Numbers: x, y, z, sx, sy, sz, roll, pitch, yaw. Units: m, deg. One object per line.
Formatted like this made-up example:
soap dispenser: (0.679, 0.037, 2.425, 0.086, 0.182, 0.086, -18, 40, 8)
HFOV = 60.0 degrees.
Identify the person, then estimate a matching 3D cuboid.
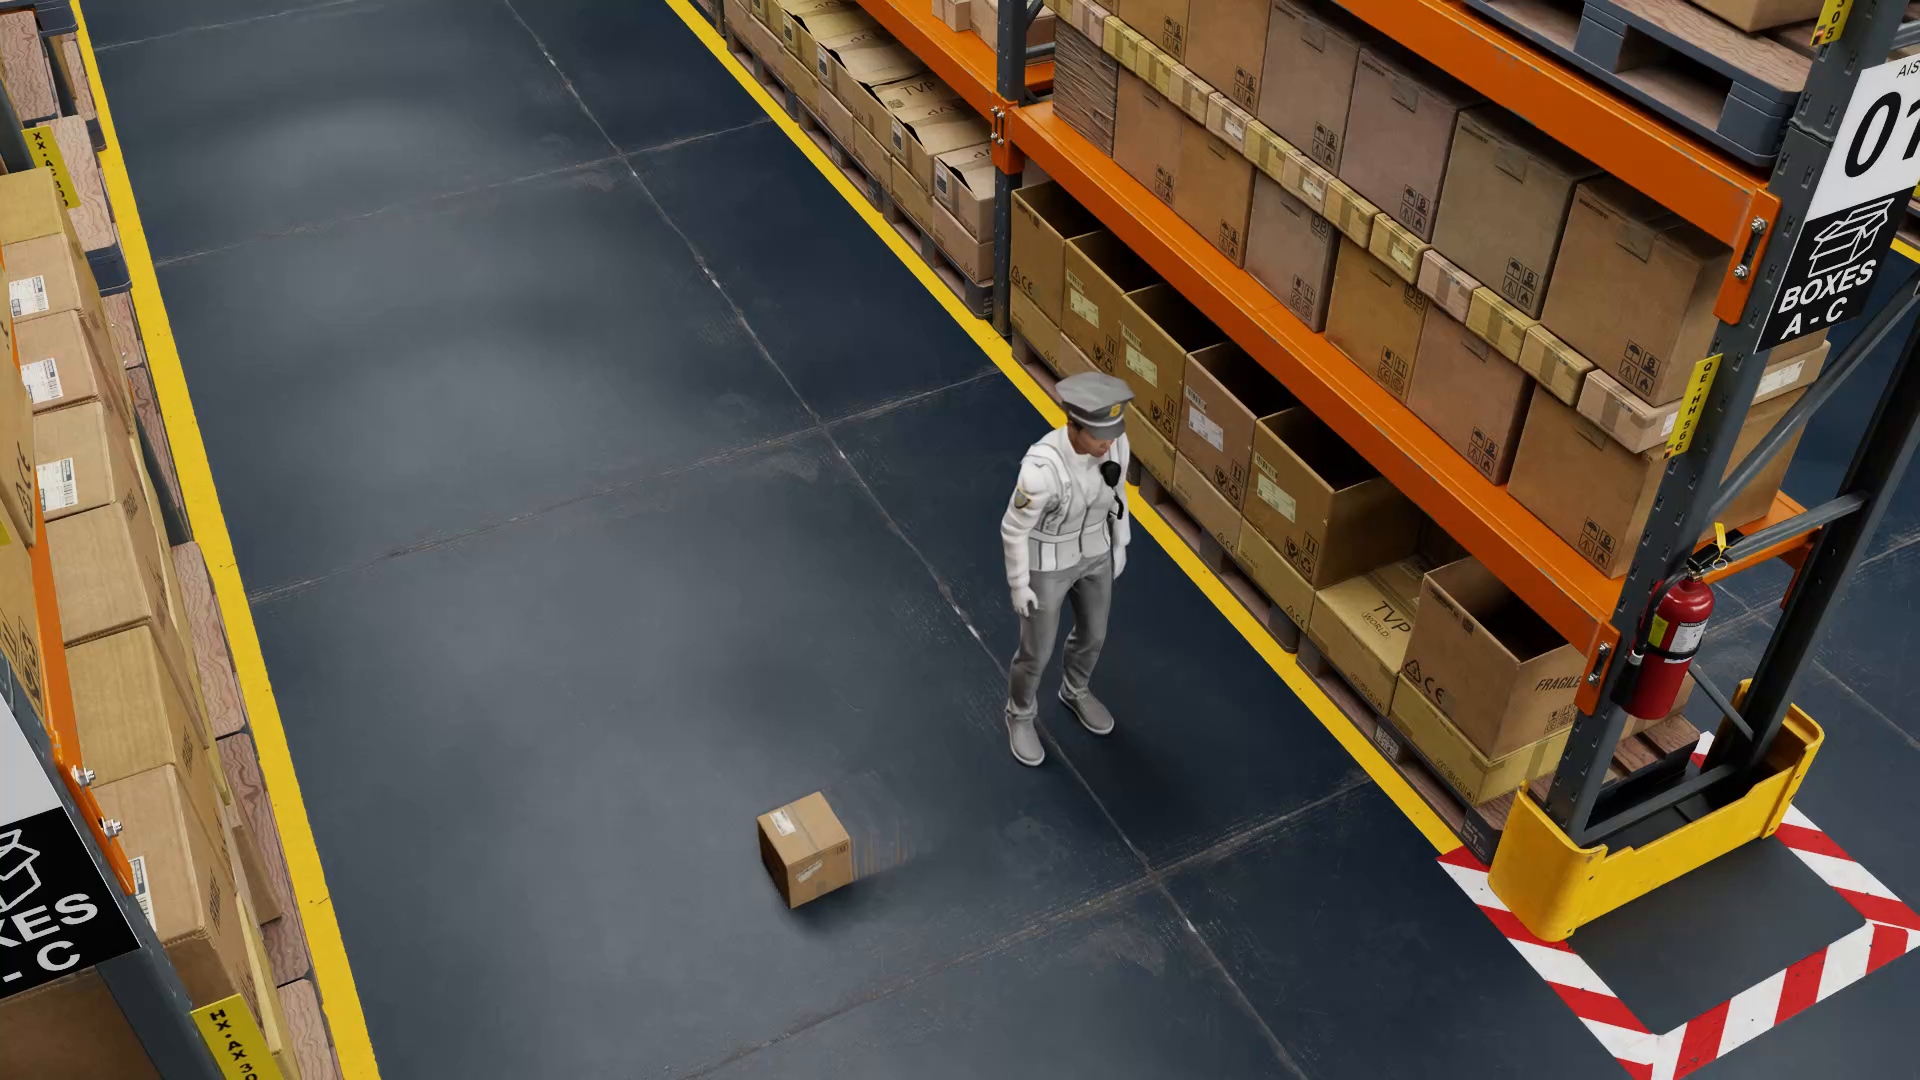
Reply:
person: (0.396, 0.086, 6.060, 0.531, 1.662, 0.376, -21, 46, -22)
